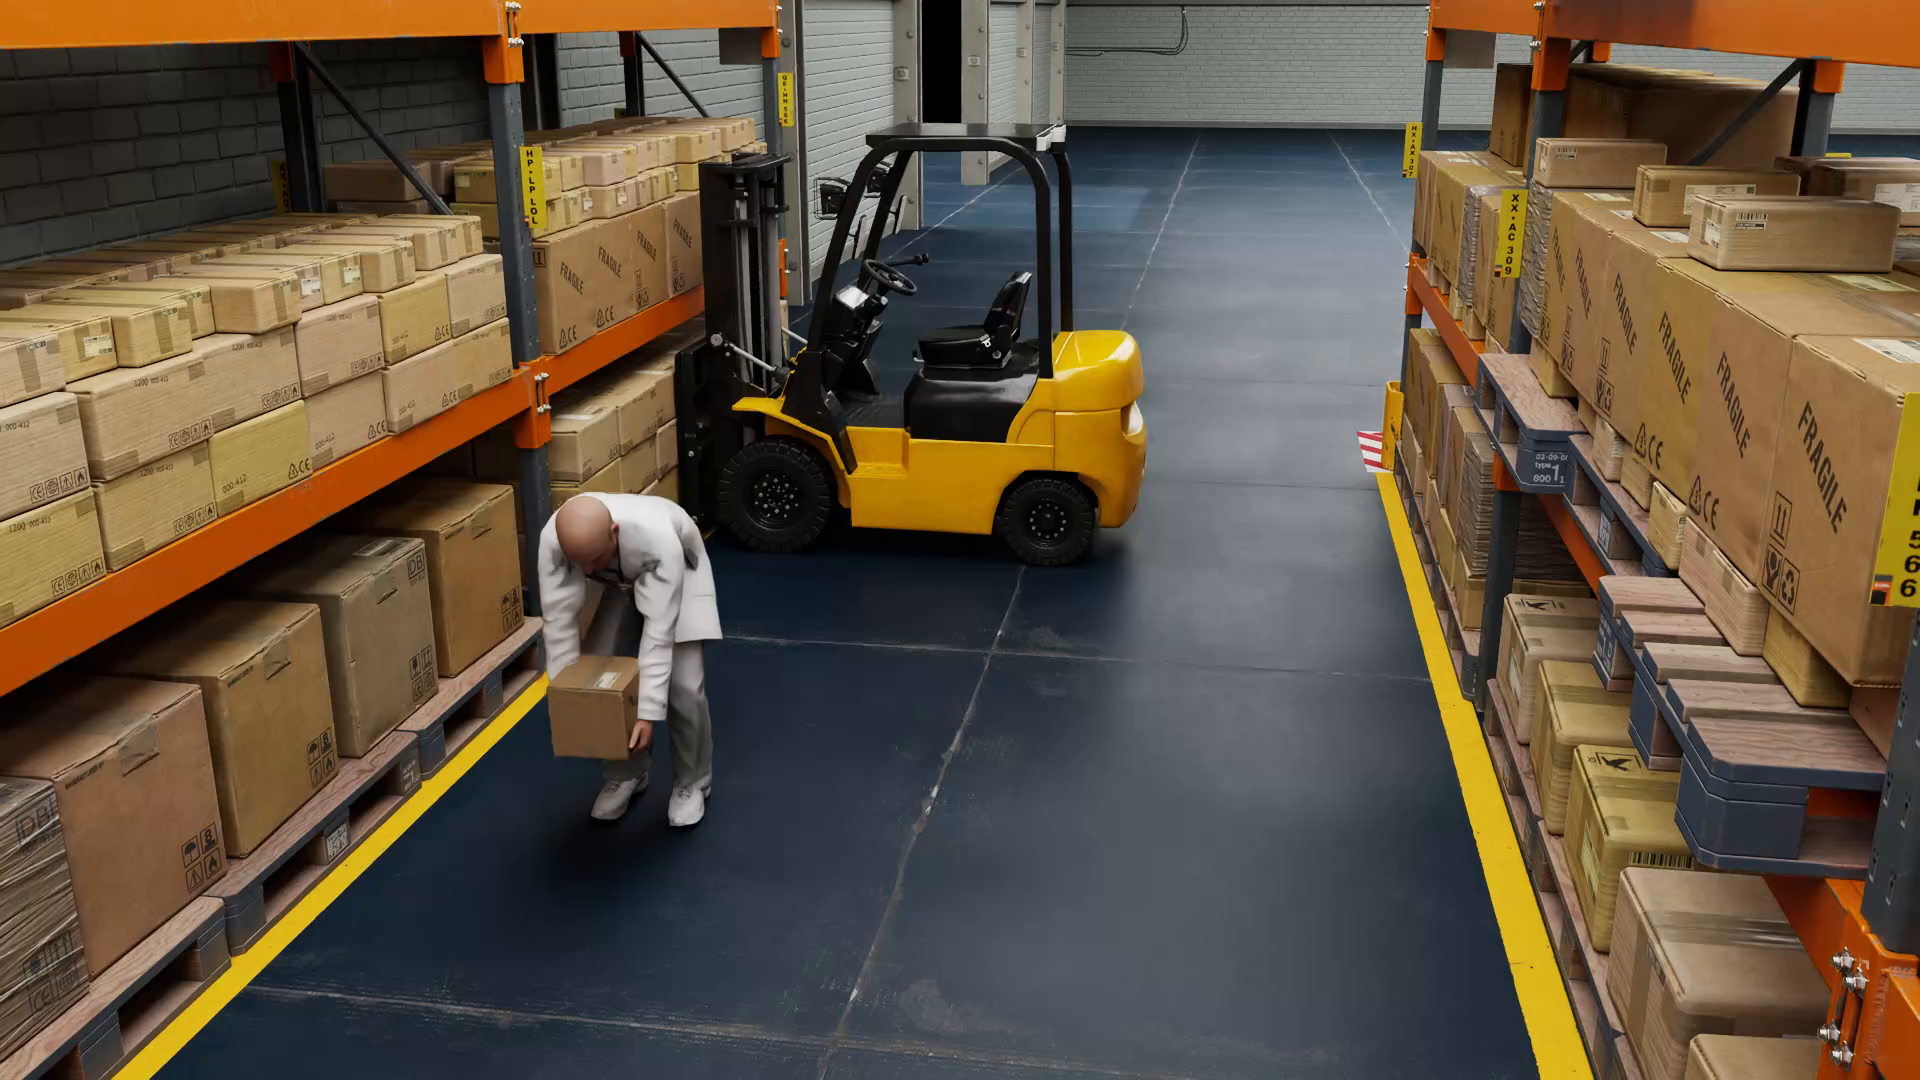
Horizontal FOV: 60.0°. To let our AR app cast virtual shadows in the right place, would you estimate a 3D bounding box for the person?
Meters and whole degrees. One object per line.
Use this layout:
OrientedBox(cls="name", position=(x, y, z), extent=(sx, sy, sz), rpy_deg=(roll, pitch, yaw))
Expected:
OrientedBox(cls="person", position=(-1.127, 0.390, 5.618), extent=(0.568, 1.314, 0.900), rpy_deg=(2, 18, 7))
